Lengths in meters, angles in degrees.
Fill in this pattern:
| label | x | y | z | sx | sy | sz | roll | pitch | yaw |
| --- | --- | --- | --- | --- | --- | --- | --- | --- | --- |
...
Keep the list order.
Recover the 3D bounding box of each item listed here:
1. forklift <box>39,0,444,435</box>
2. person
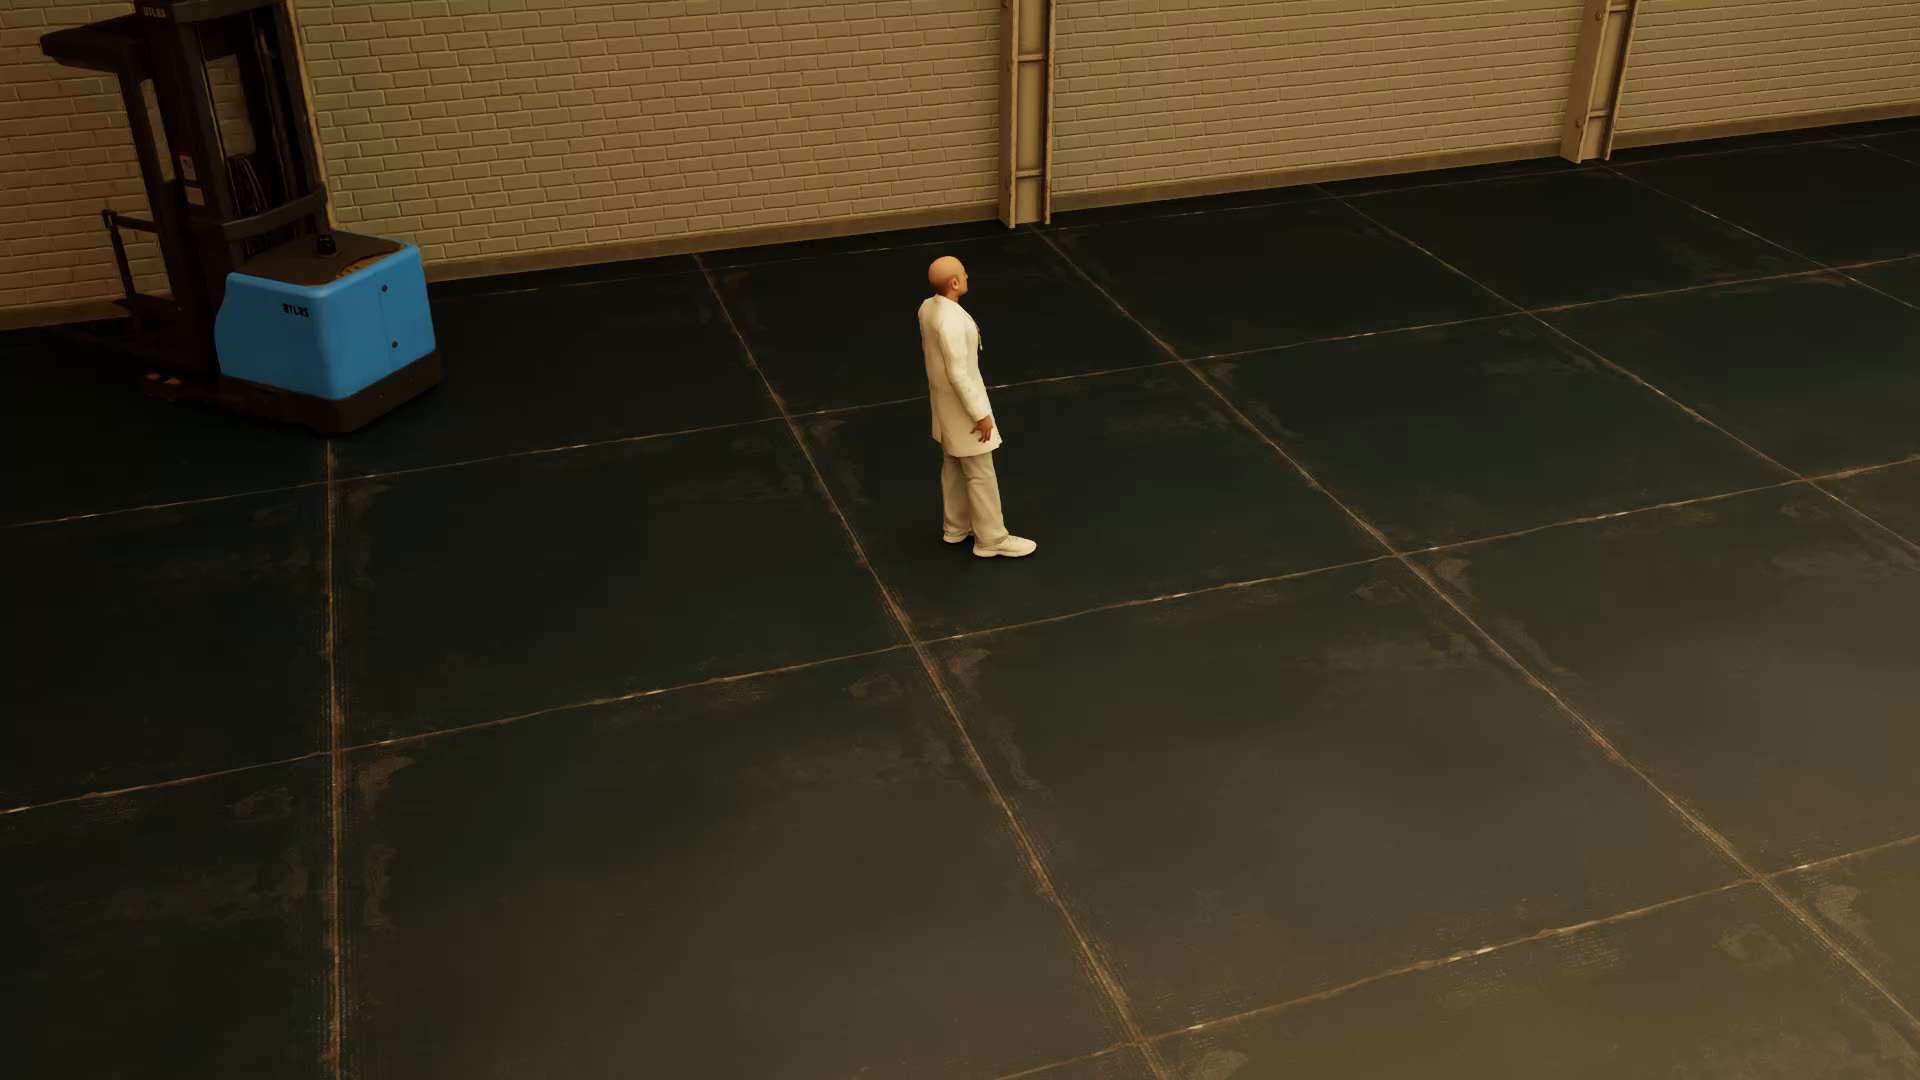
| label | x | y | z | sx | sy | sz | roll | pitch | yaw |
| --- | --- | --- | --- | --- | --- | --- | --- | --- | --- |
| forklift | -5.246 | -2.462 | 11.366 | 3.031 | 2.935 | 1.130 | 13 | 32 | 21 |
| person | 0.088 | -0.790 | 9.601 | 0.578 | 1.777 | 0.698 | -10 | 31 | -16 |
